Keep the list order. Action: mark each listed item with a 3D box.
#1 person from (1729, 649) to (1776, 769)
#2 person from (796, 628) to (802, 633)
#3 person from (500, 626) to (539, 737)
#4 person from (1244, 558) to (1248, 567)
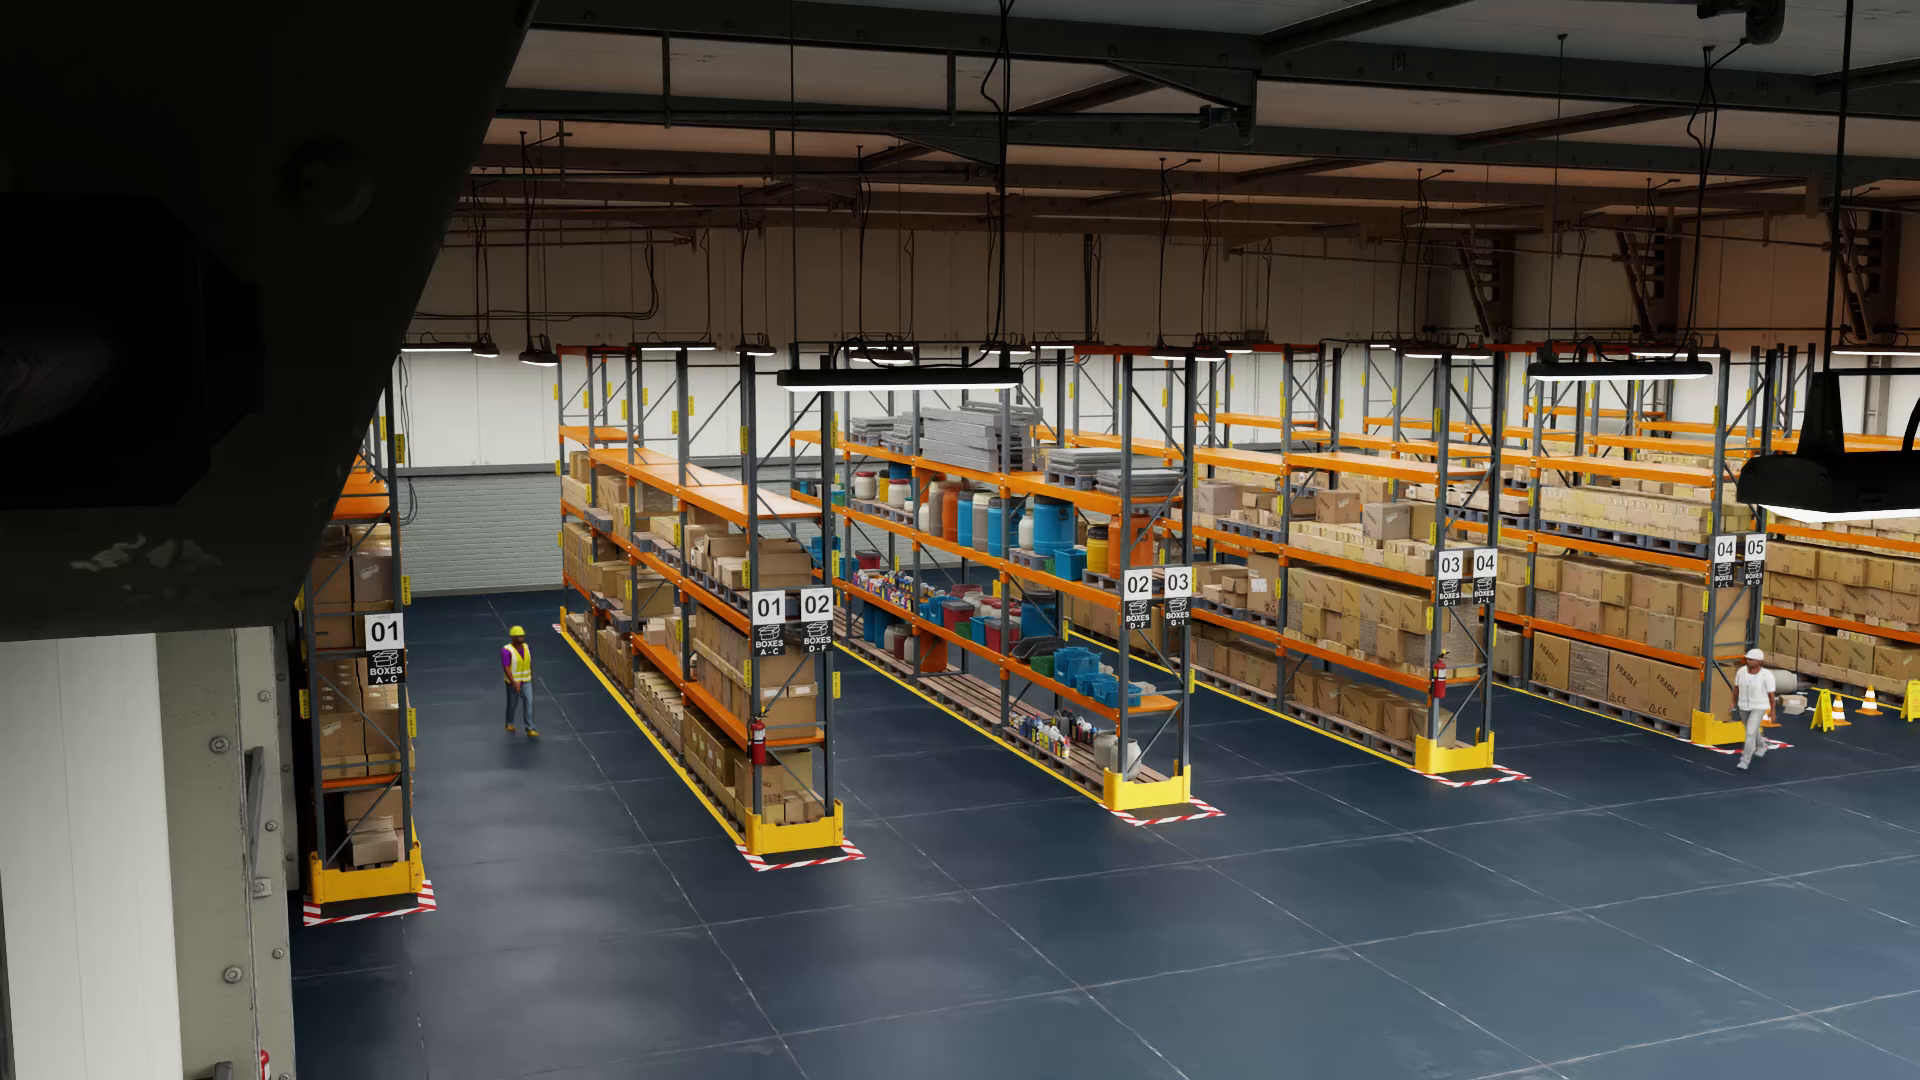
[{"bbox_3d":[11.502,2.390,24.100,1.026,1.671,0.625,-6,9,-37],"label":"person"},{"bbox_3d":[-3.331,1.135,34.374,0.464,1.628,0.999,-1,7,-5],"label":"person"},{"bbox_3d":[-6.828,2.192,25.838,0.566,1.702,1.023,-5,9,-37],"label":"person"},{"bbox_3d":[7.497,0.093,42.713,1.004,1.628,0.441,-6,9,-37],"label":"person"}]
